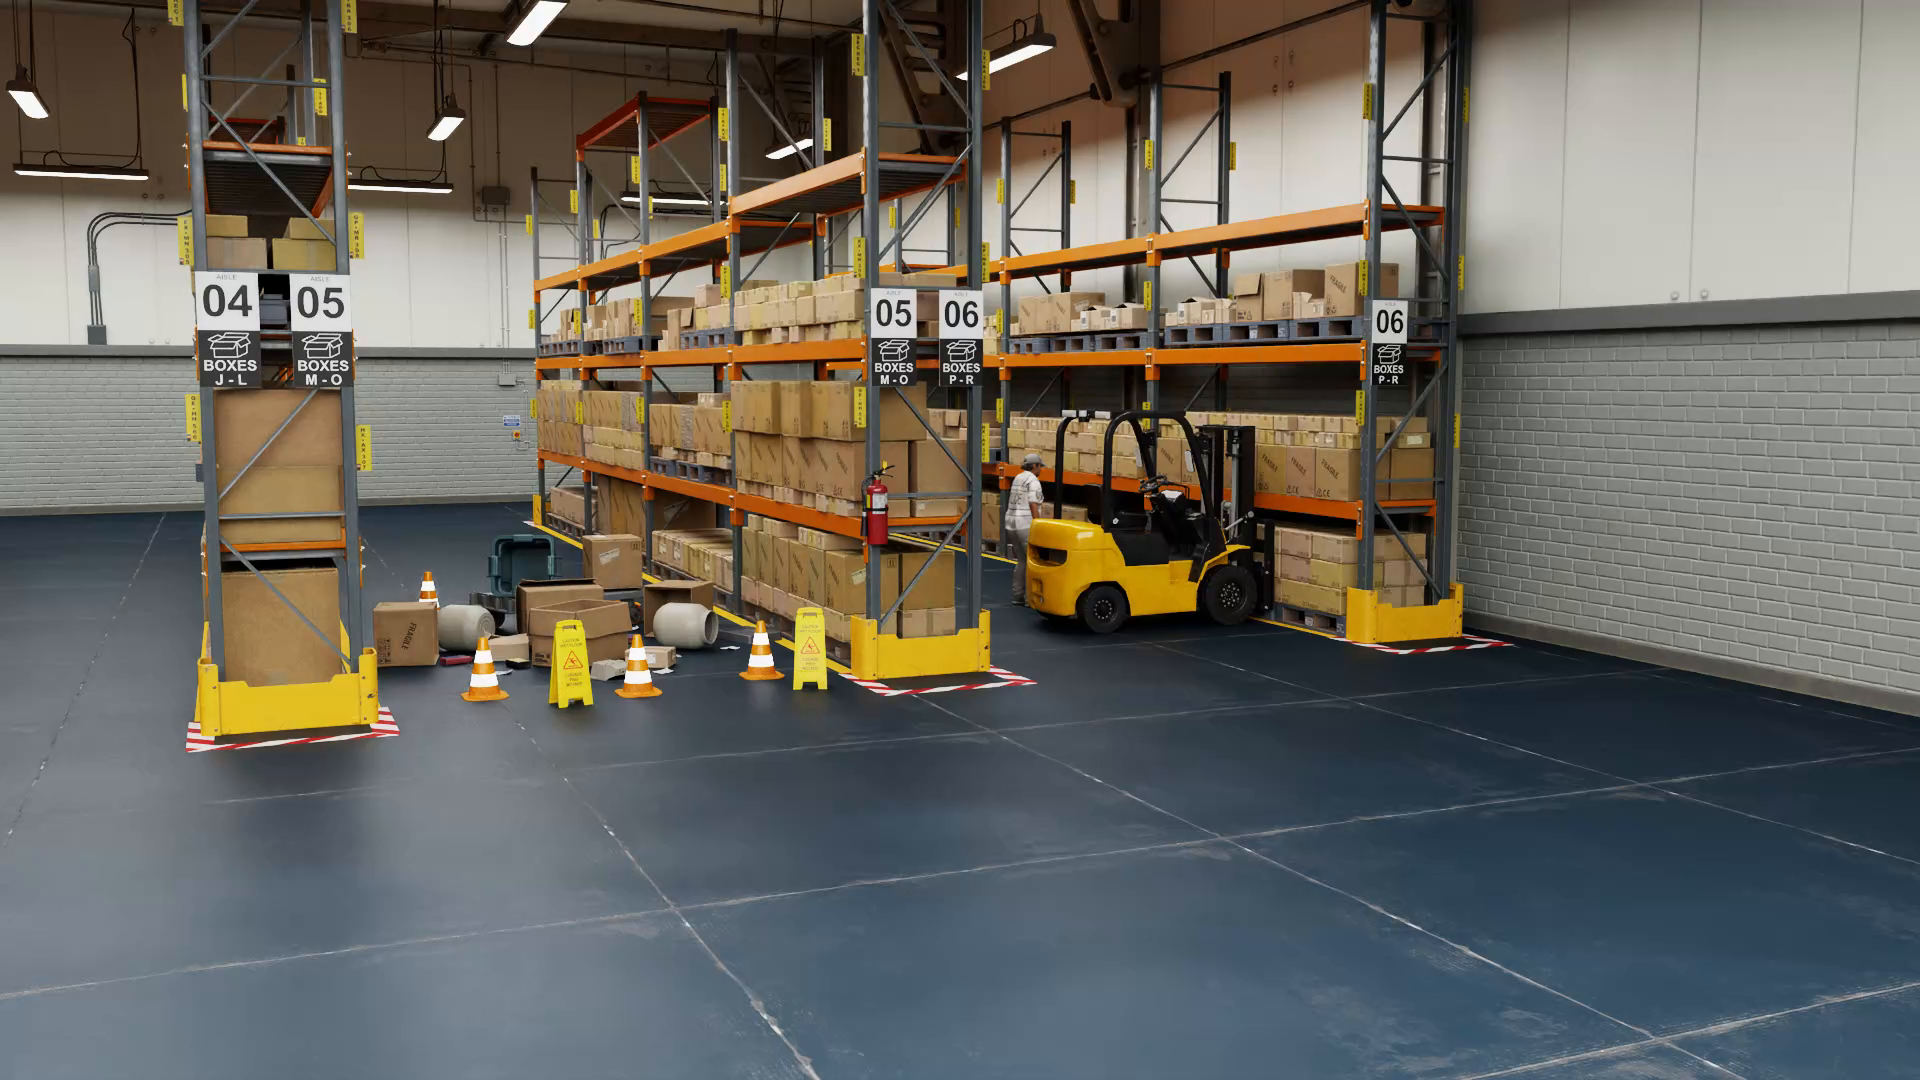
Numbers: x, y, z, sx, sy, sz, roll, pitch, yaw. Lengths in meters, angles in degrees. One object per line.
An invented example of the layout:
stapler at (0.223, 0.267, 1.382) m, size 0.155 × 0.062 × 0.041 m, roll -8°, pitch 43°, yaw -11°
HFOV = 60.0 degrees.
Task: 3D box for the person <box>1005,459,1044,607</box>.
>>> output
person at (0.724, -0.104, 18.127) m, size 0.397 × 1.651 × 0.552 m, roll -3°, pitch 6°, yaw -25°
